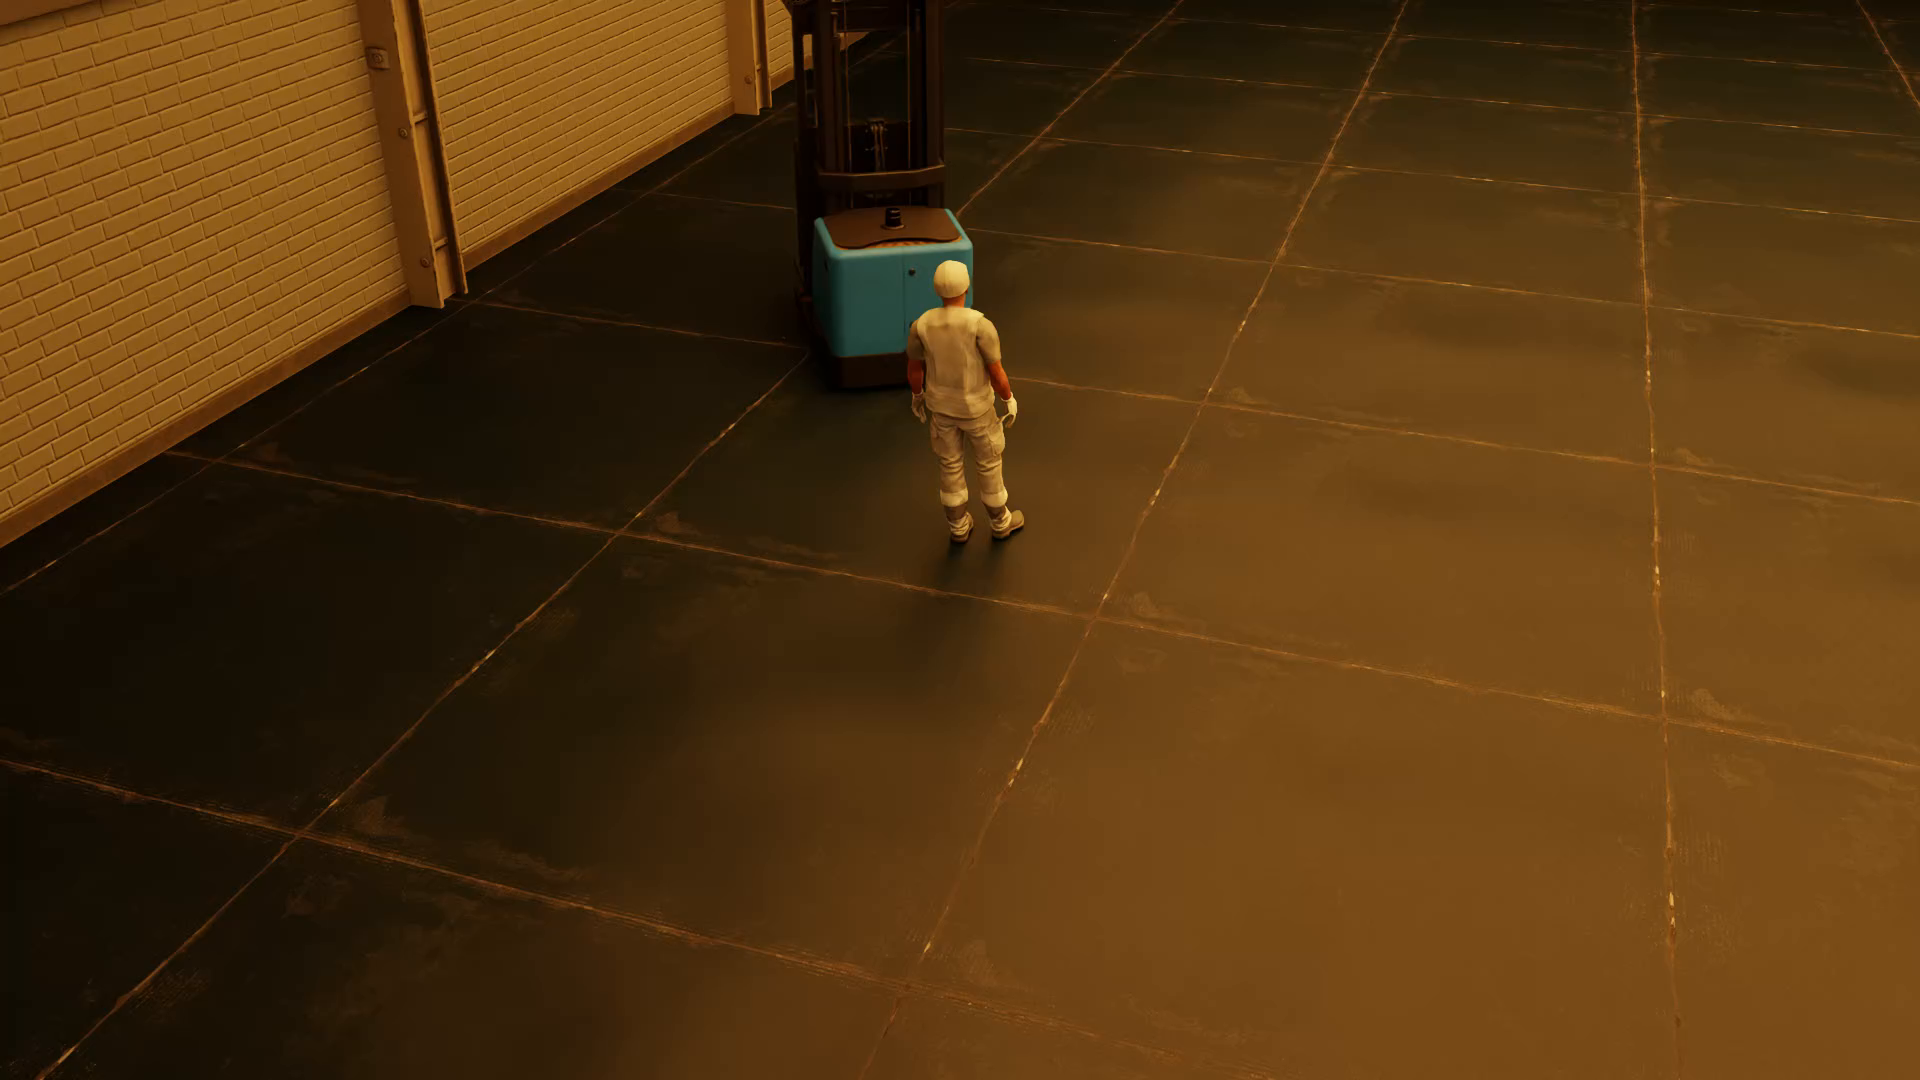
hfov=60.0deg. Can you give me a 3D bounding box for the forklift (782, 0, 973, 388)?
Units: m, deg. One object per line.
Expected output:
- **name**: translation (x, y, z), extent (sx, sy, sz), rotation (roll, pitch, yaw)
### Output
- **forklift**: translation (-0.711, -3.069, 12.520), extent (1.130, 2.935, 3.031), rotation (-6, 30, -11)

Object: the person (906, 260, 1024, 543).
- **person**: translation (0.037, -0.819, 9.712), extent (0.638, 1.787, 0.564), rotation (10, 31, 16)
